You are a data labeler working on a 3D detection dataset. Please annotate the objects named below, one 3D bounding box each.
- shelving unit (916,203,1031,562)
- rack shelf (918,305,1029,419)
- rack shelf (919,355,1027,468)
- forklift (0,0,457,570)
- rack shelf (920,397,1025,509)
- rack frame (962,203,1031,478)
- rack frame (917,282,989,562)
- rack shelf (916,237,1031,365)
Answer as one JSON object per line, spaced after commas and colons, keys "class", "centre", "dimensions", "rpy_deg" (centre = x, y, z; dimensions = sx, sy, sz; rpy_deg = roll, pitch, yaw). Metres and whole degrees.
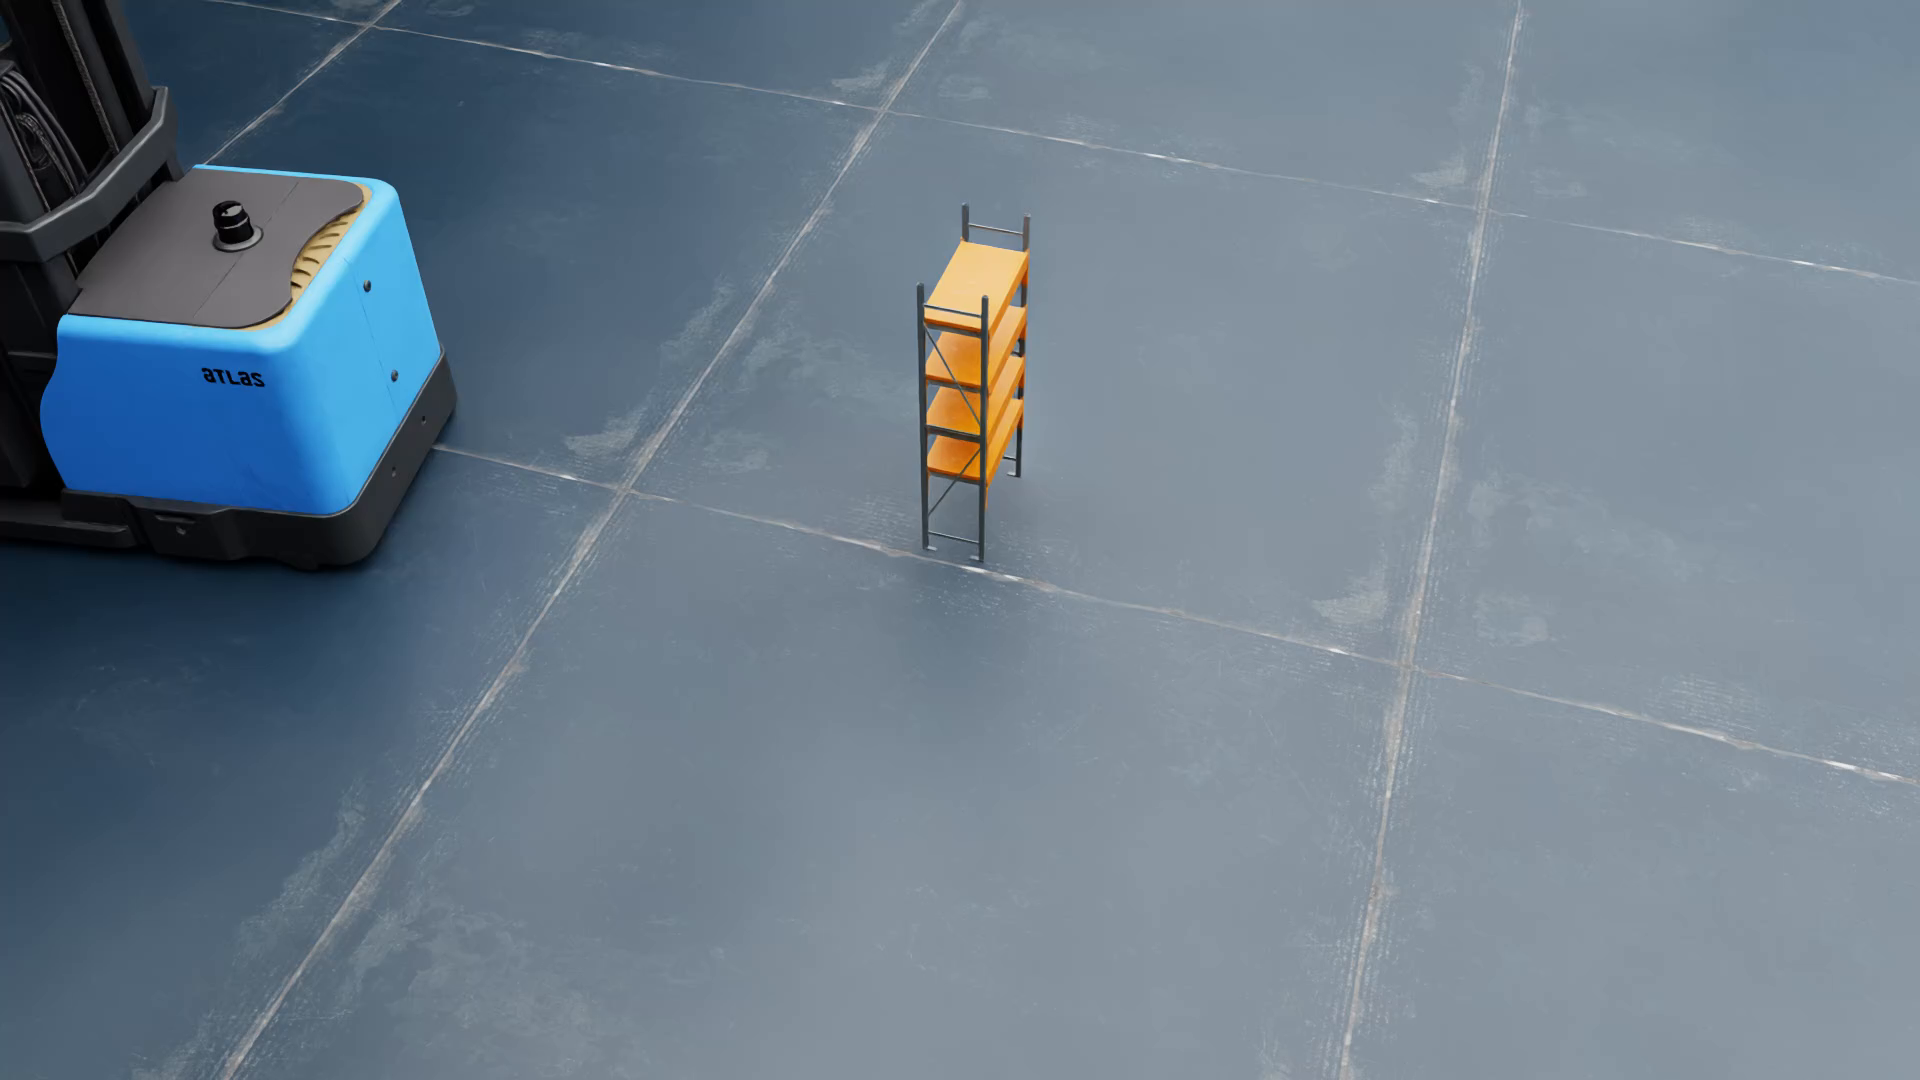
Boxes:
{"class": "shelving unit", "centre": [0.050, -0.539, 5.943], "dimensions": [0.258, 1.200, 0.503], "rpy_deg": [13, 46, 12]}
{"class": "rack shelf", "centre": [0.050, -0.651, 5.834], "dimensions": [0.258, 0.148, 0.480], "rpy_deg": [13, 46, 12]}
{"class": "rack shelf", "centre": [0.050, -0.491, 5.990], "dimensions": [0.258, 0.148, 0.480], "rpy_deg": [13, 46, 12]}
{"class": "forklift", "centre": [-3.594, -1.408, 5.593], "dimensions": [3.031, 2.935, 1.130], "rpy_deg": [6, 45, 6]}
{"class": "rack shelf", "centre": [0.050, -0.349, 6.129], "dimensions": [0.258, 0.148, 0.480], "rpy_deg": [13, 46, 12]}
{"class": "rack frame", "centre": [0.124, -0.702, 6.109], "dimensions": [0.240, 1.200, 0.015], "rpy_deg": [13, 46, 12]}
{"class": "rack frame", "centre": [-0.024, -0.377, 5.777], "dimensions": [0.240, 1.200, 0.015], "rpy_deg": [13, 46, 12]}
{"class": "rack shelf", "centre": [0.050, -0.820, 5.668], "dimensions": [0.258, 0.148, 0.480], "rpy_deg": [13, 46, 12]}
